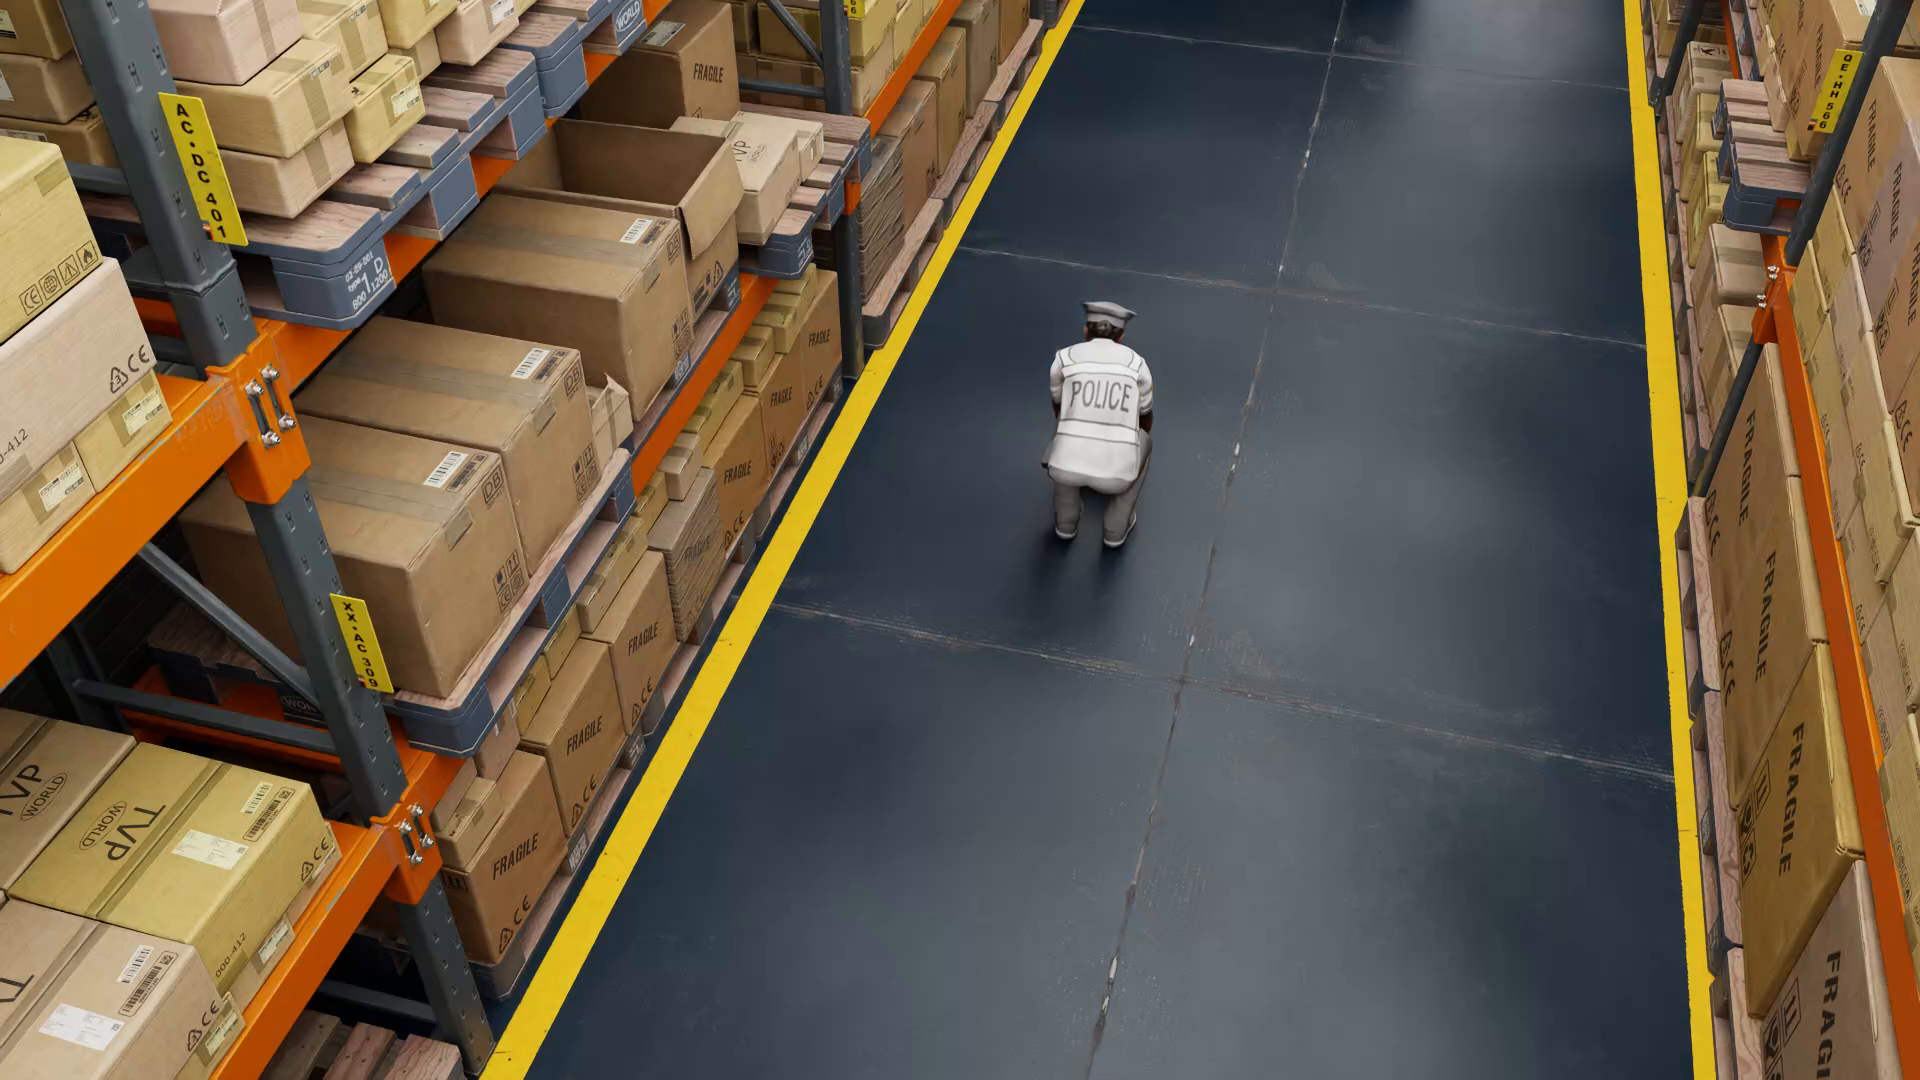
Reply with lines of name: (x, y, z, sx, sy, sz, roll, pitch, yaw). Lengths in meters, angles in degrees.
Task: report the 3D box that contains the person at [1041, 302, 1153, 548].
person: (0.596, -0.477, 7.241, 0.478, 0.959, 0.857, 10, 42, 11)
